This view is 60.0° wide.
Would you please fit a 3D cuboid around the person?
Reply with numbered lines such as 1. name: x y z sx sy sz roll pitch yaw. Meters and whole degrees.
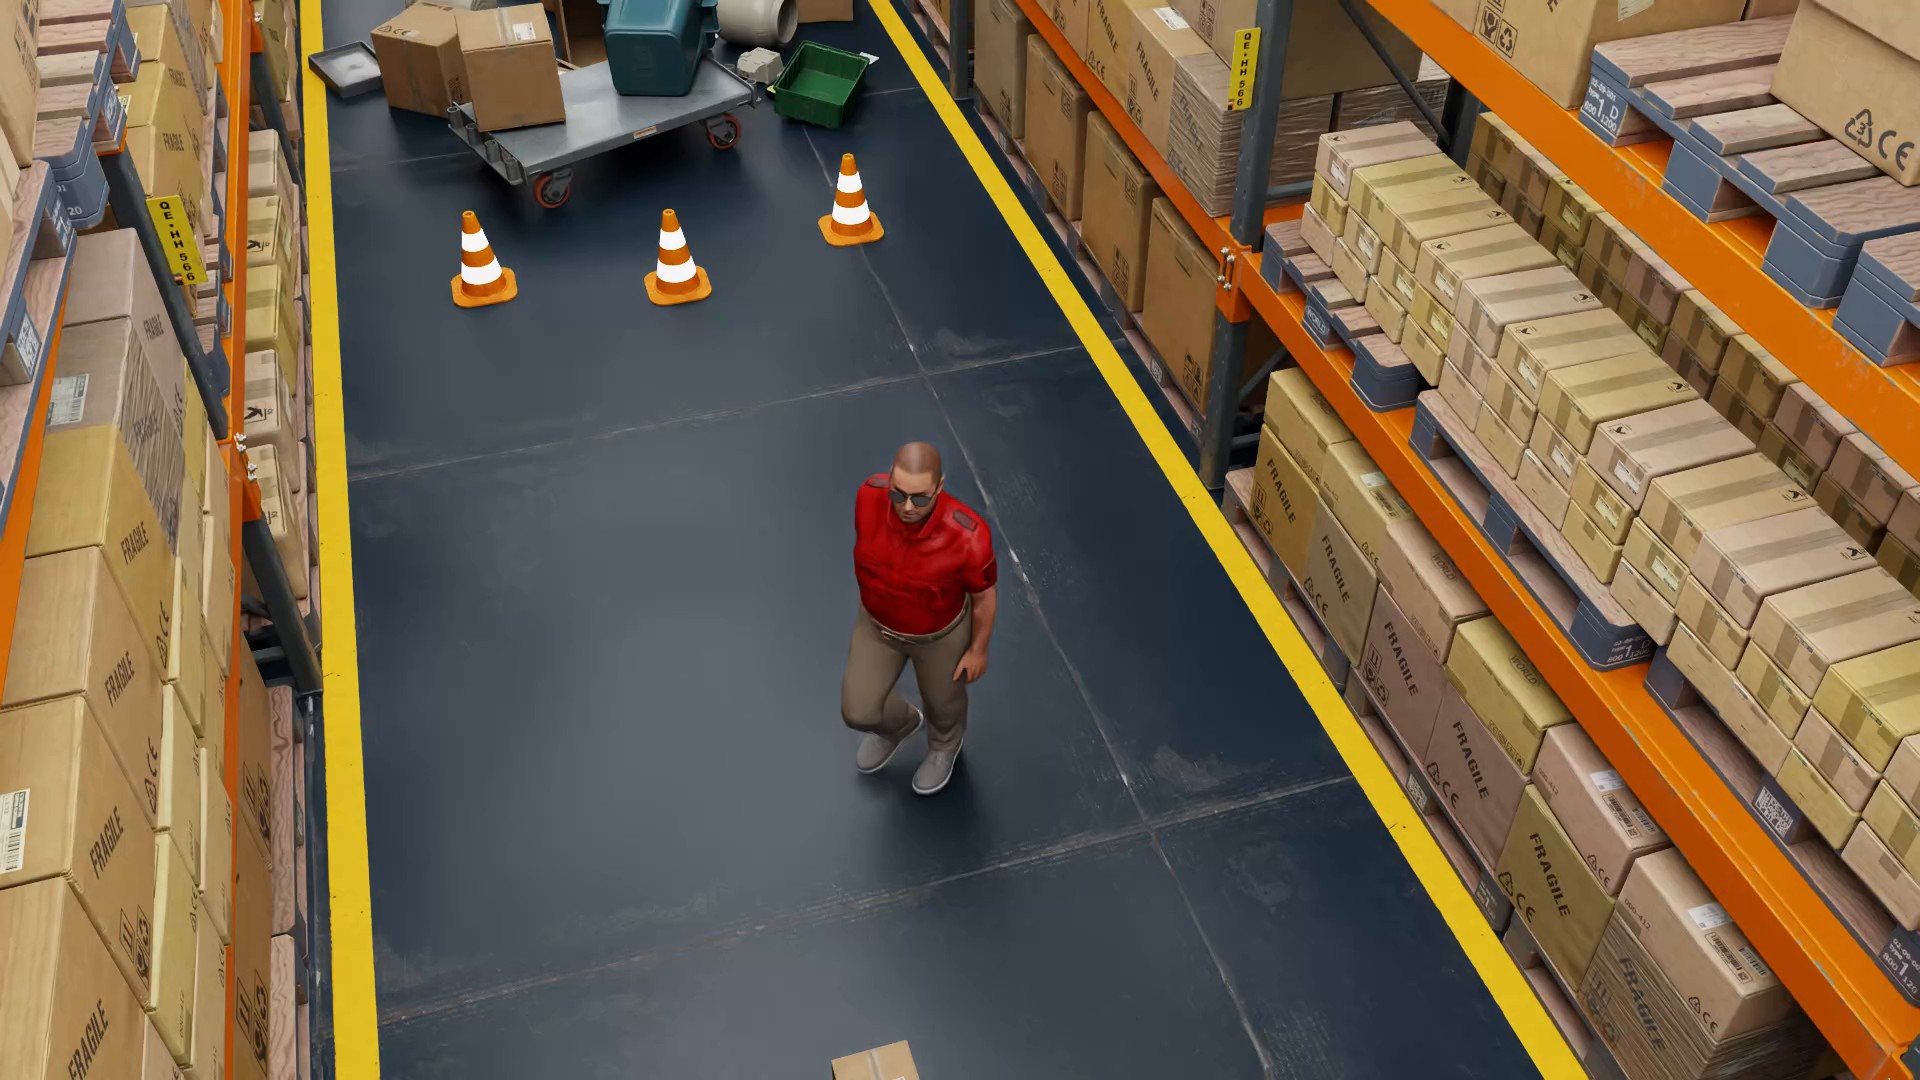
1. person: -0.134 0.293 5.824 0.569 1.711 0.501 16 44 17
